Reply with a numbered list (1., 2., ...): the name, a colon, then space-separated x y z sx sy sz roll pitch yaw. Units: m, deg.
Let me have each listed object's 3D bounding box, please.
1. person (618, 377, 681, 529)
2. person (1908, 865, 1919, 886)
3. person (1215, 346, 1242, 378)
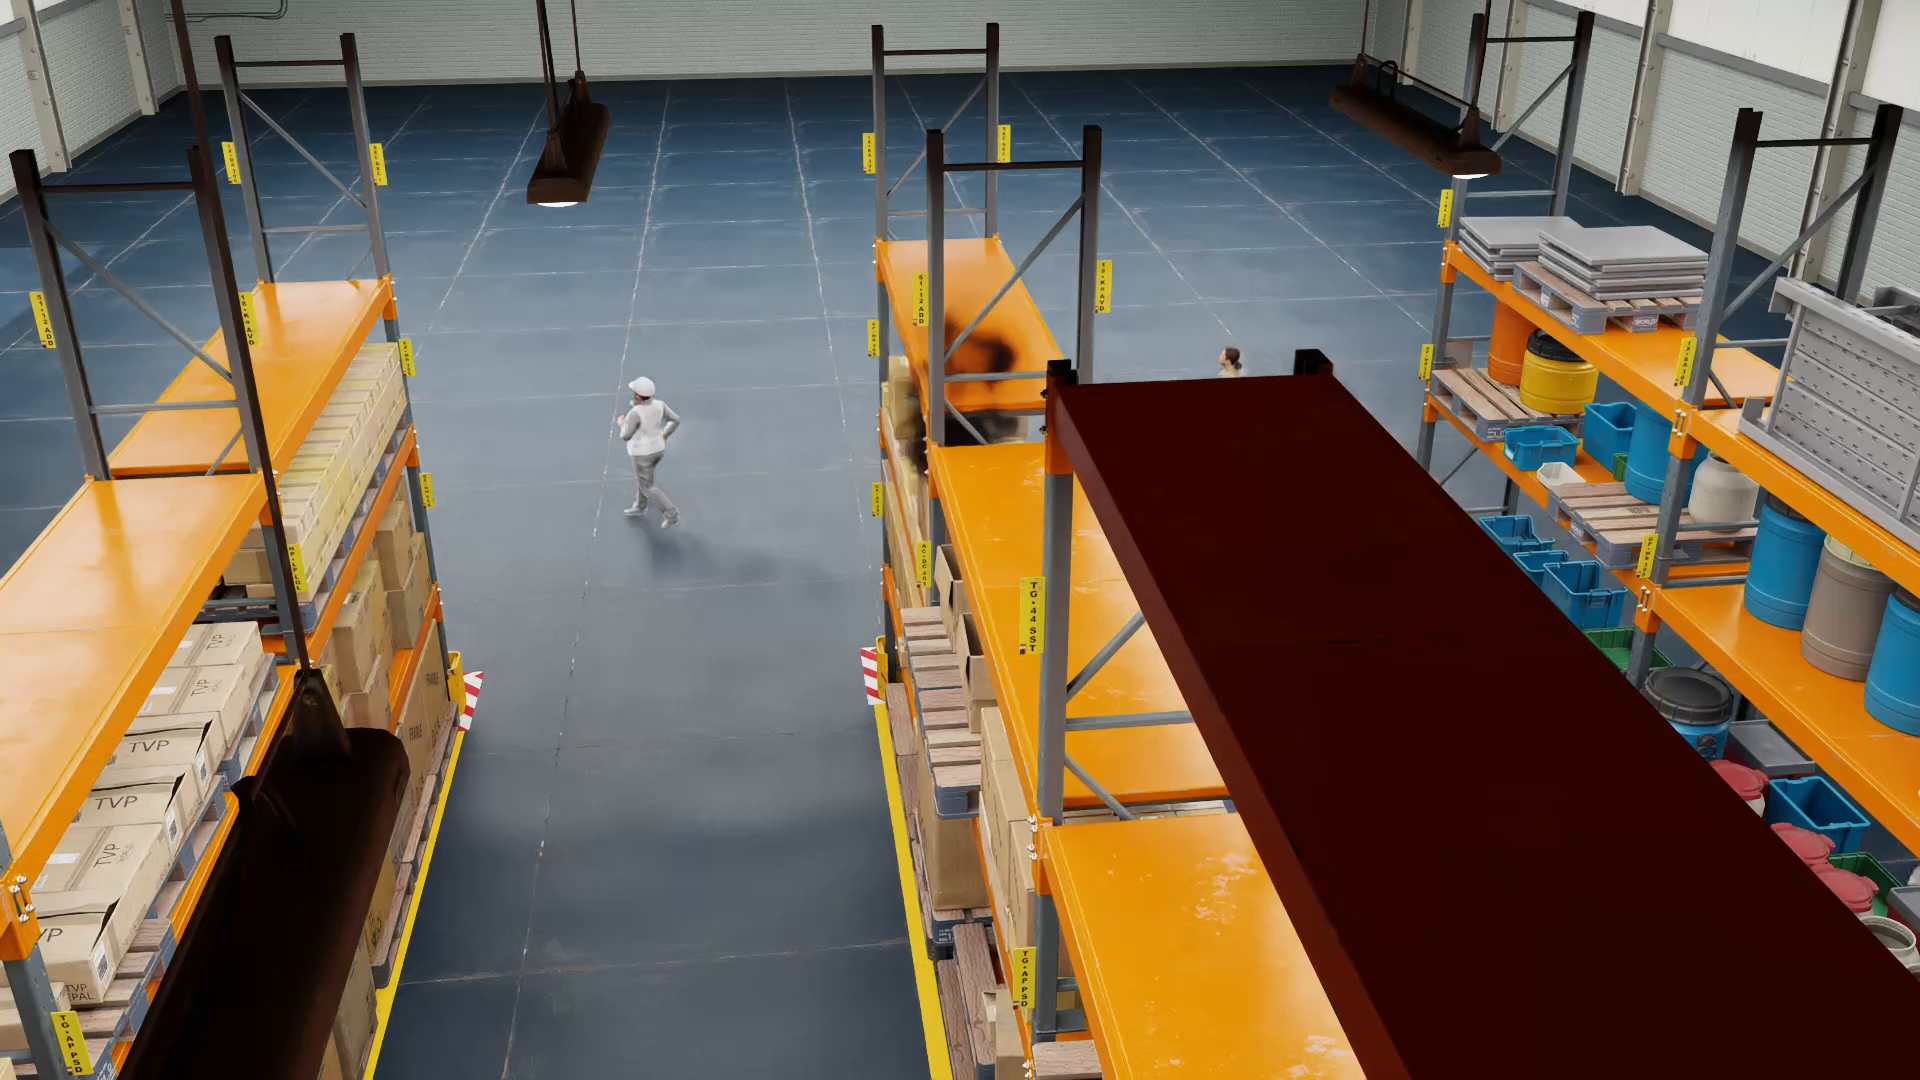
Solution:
1. person: -3.476 -0.980 18.451 0.957 1.763 0.655 15 29 28
2. person: 7.015 2.324 11.621 0.713 1.730 0.753 -4 26 -8
3. person: 3.119 -1.475 19.666 0.670 1.705 0.558 9 27 18
